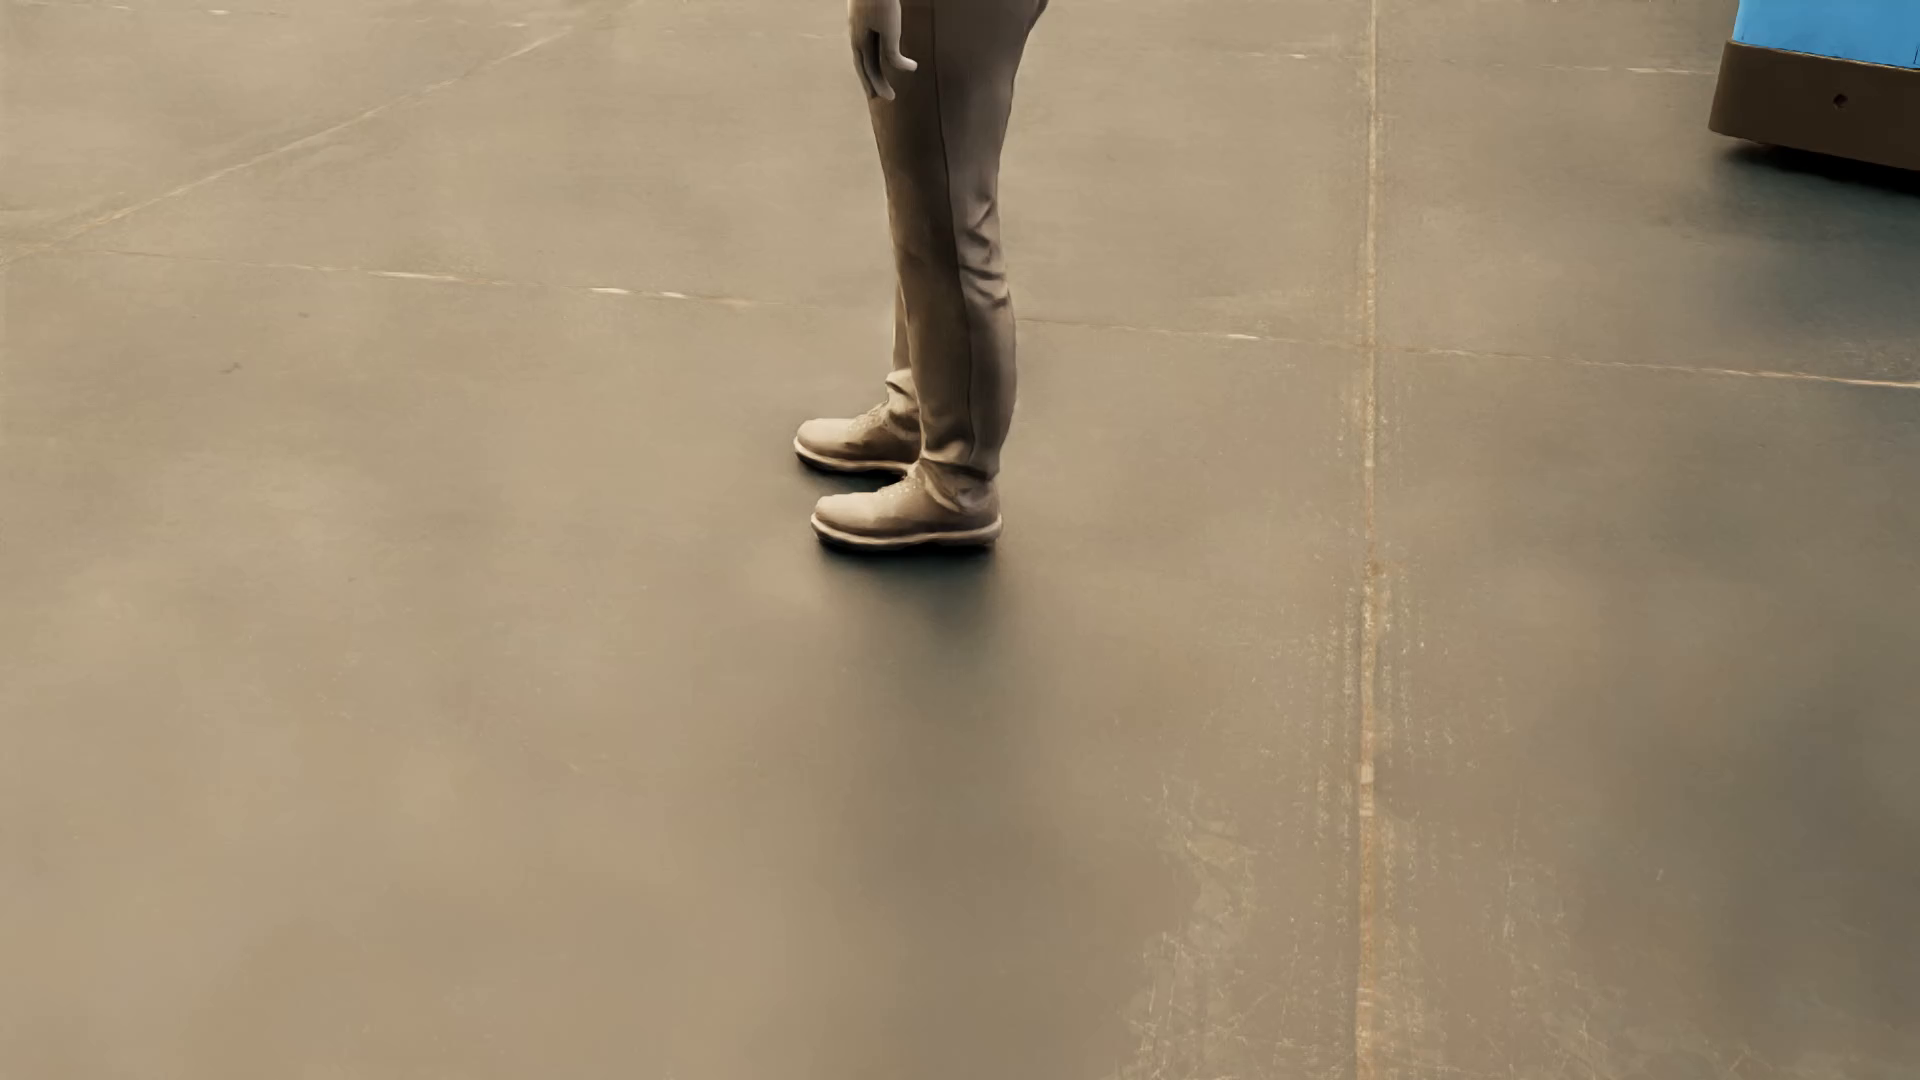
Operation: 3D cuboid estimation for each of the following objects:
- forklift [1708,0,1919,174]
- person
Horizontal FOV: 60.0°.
[{"bbox_3d":[3.527,-2.624,4.448,3.031,2.935,1.130,-20,33,-34],"label":"forklift"},{"bbox_3d":[-0.065,-0.773,2.134,0.533,1.695,0.586,6,27,11],"label":"person"}]
